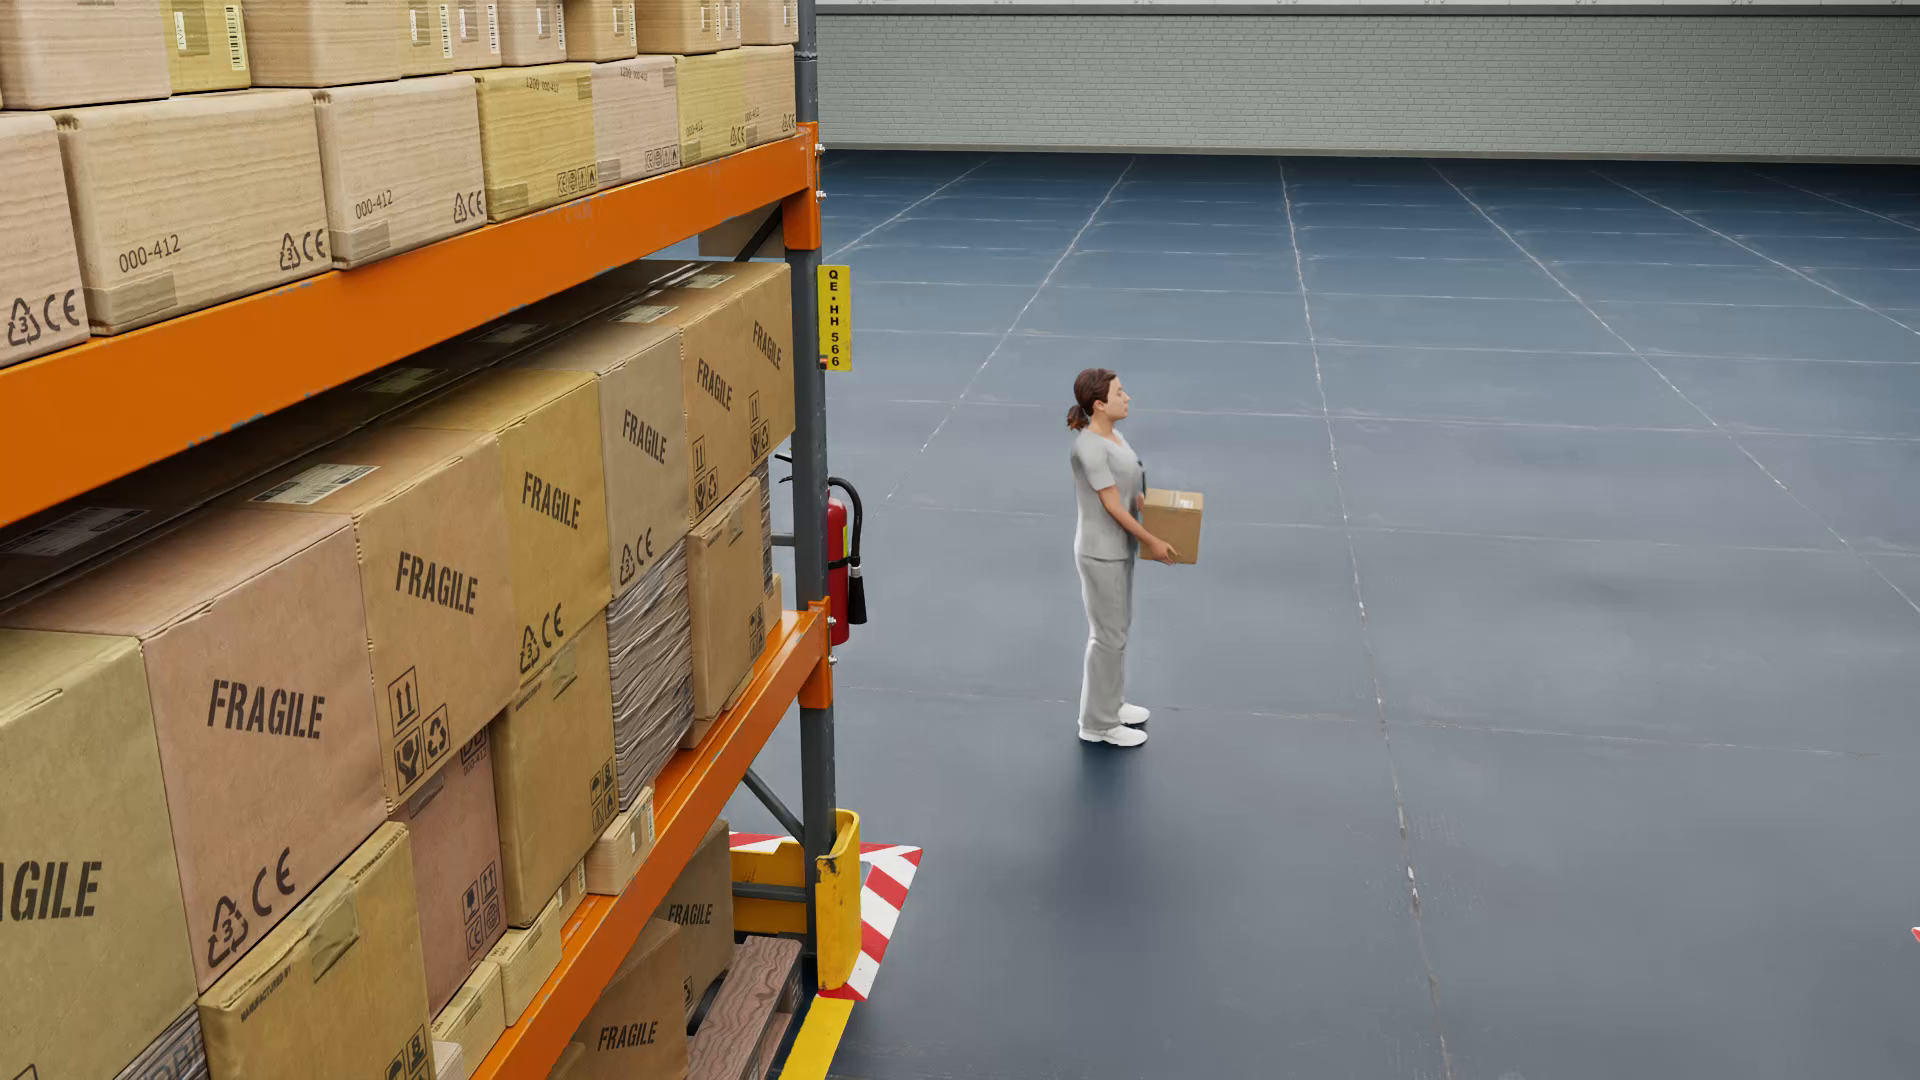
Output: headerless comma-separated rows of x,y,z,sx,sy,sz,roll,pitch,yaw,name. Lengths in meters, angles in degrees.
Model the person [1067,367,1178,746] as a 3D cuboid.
0.719,0.066,7.353,0.544,1.673,0.445,6,19,17,person
